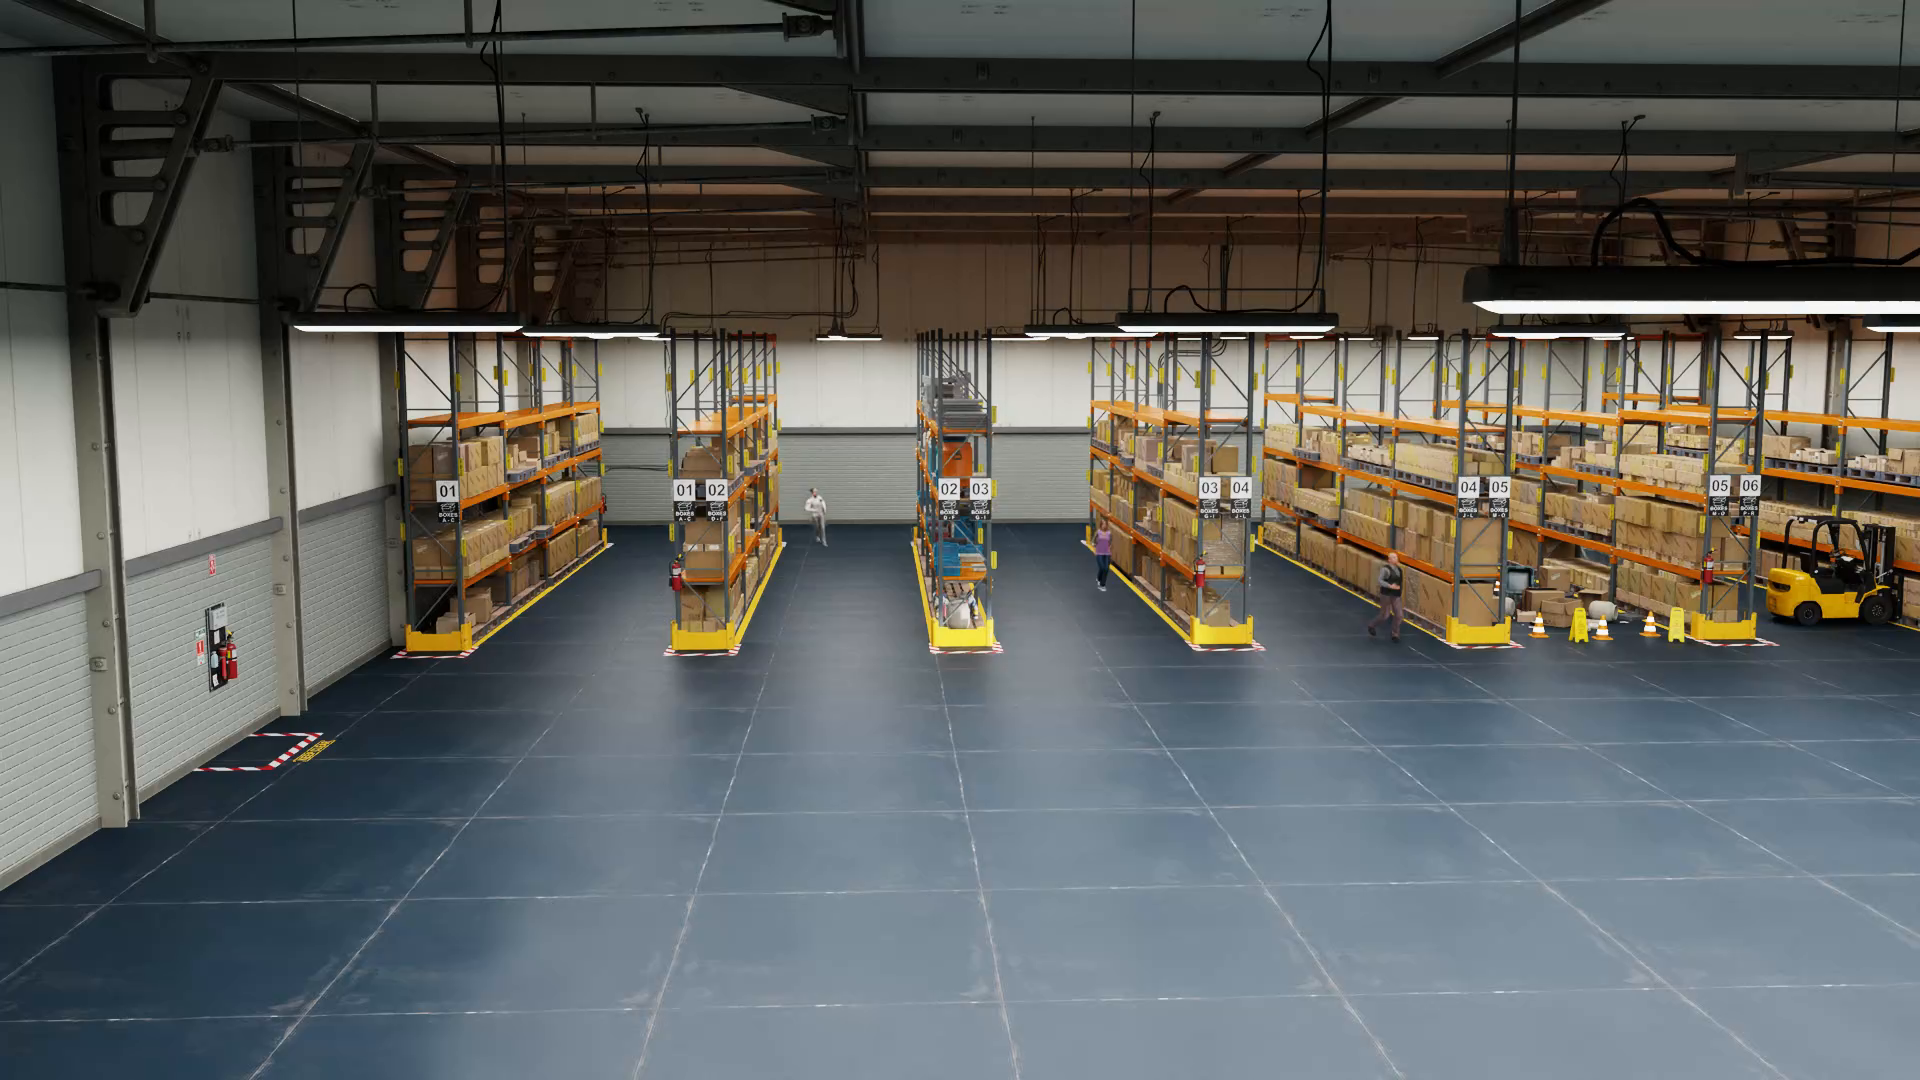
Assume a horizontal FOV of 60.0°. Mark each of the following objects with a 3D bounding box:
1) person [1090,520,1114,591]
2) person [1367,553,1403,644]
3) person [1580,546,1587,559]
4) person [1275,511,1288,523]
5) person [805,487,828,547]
[{"bbox_3d":[3.148,0.346,36.632,0.487,1.568,0.462,-1,7,-7],"label":"person"},{"bbox_3d":[8.292,1.102,32.128,0.670,1.735,0.839,-4,8,-28],"label":"person"},{"bbox_3d":[16.110,-0.195,43.166,0.618,1.703,0.904,0,7,-4],"label":"person"},{"bbox_3d":[9.561,-0.868,49.081,0.687,1.629,0.643,-1,7,-12],"label":"person"},{"bbox_3d":[-4.105,-0.667,47.391,0.645,1.698,0.822,-3,7,-24],"label":"person"}]
